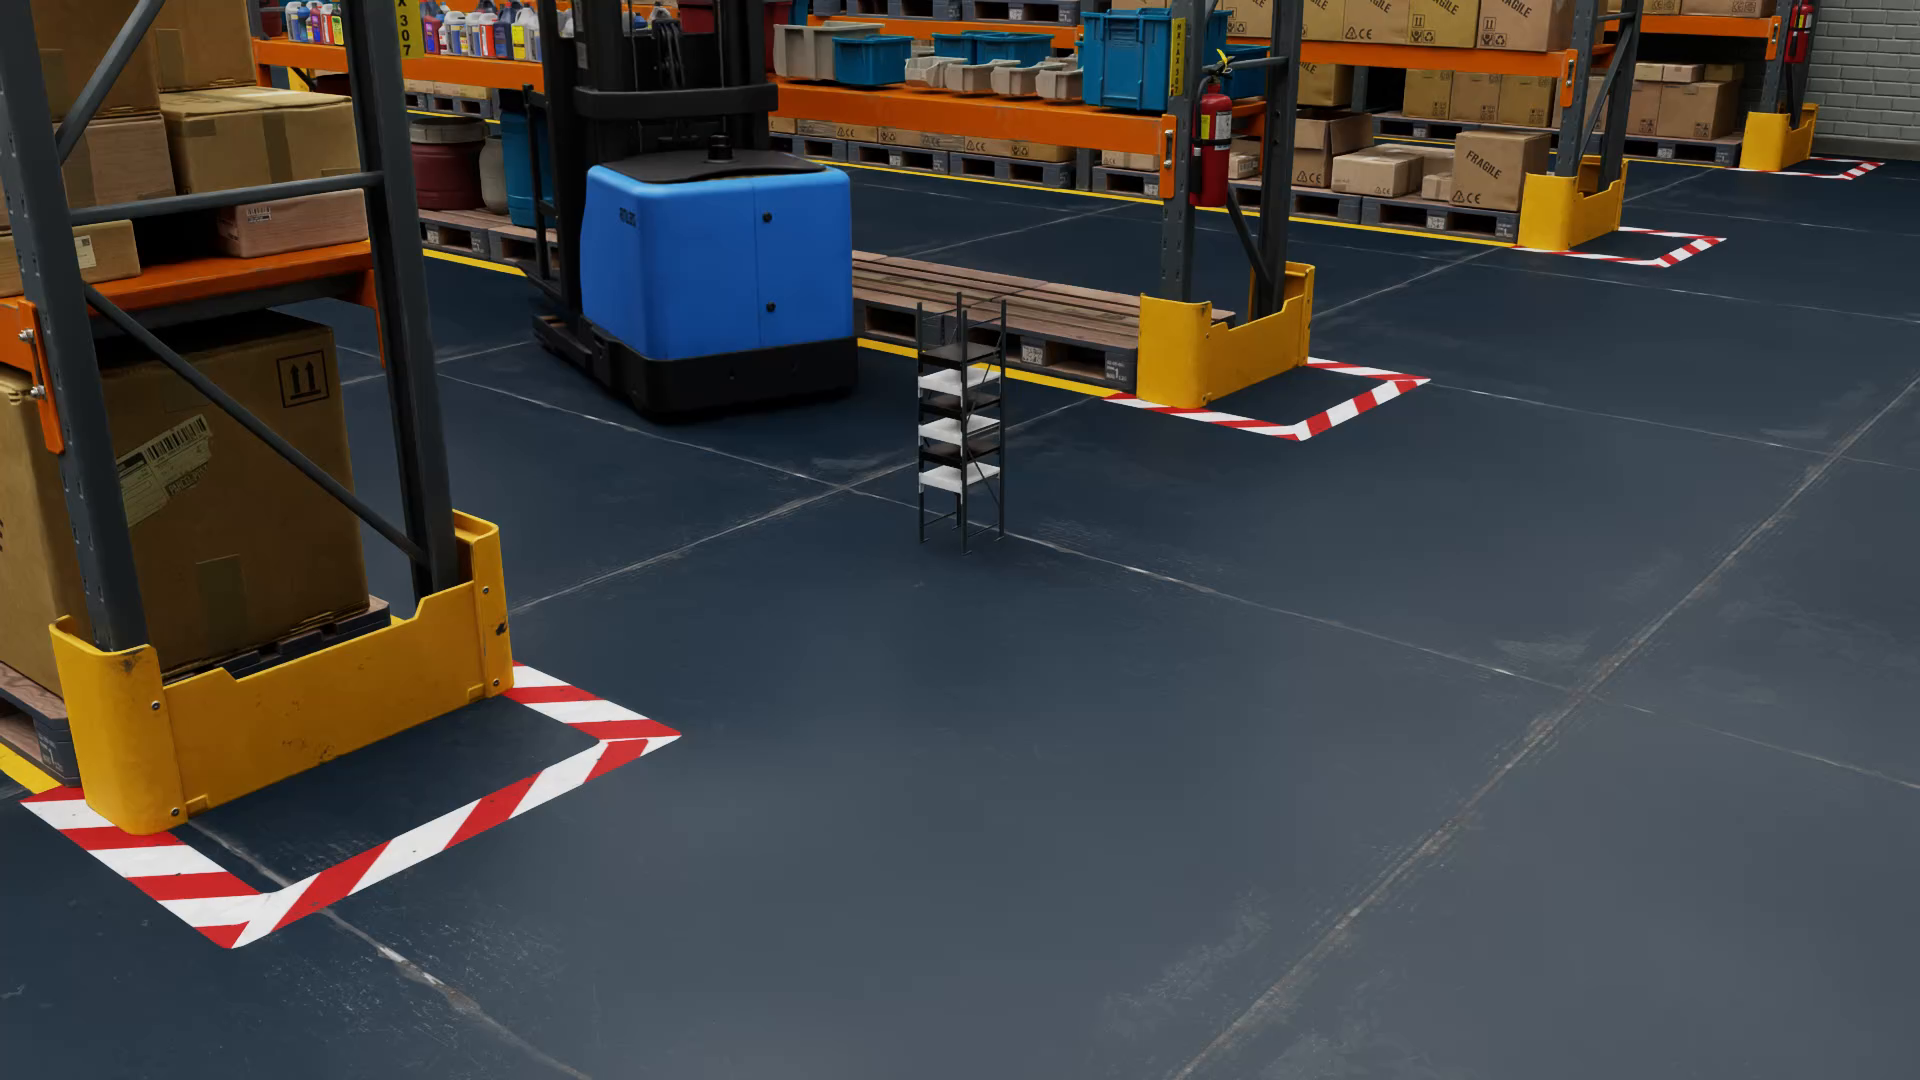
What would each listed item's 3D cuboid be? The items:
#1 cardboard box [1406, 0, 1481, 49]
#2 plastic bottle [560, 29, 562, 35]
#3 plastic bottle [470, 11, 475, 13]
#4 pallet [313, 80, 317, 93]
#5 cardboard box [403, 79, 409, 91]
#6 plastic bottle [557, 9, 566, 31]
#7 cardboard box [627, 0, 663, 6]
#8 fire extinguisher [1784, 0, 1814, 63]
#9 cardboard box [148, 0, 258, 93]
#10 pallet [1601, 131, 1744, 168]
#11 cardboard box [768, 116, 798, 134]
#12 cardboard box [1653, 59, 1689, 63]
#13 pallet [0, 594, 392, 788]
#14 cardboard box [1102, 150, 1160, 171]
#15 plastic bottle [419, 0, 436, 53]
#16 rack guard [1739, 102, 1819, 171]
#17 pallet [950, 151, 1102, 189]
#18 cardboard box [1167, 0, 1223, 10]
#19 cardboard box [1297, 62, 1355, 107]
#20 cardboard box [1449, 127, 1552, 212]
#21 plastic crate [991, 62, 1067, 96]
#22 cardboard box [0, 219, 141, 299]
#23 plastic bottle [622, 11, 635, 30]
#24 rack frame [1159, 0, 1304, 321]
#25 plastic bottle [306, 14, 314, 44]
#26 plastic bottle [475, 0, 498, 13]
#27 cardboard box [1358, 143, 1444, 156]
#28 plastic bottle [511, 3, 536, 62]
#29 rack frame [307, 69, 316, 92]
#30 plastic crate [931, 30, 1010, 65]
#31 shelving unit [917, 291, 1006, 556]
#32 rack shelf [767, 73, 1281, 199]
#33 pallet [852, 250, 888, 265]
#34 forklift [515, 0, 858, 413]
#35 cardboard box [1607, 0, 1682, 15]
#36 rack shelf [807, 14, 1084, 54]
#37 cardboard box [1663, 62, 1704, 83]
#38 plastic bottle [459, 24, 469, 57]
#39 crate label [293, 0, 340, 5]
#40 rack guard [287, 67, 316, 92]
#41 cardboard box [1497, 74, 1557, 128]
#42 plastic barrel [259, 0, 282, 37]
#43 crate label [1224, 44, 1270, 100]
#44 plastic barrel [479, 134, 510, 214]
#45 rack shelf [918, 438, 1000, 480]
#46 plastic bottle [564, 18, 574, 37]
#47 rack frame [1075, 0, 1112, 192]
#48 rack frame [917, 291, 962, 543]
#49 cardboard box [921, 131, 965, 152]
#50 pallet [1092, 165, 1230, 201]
[{"bbox_3d":[3.506,-3.746,11.710,0.500,0.500,0.500,16,26,37],"label":"cardboard box"},{"bbox_3d":[-2.486,-3.070,10.339,0.097,0.201,0.097,0,21,0],"label":"plastic bottle"},{"bbox_3d":[-3.207,-3.352,10.988,0.097,0.271,0.097,0,21,0],"label":"plastic bottle"},{"bbox_3d":[-7.347,-5.665,20.891,1.213,0.211,1.003,16,26,36],"label":"pallet"},{"bbox_3d":[-6.530,-5.523,19.865,0.500,0.250,0.500,16,26,36],"label":"cardboard box"},{"bbox_3d":[-2.735,-3.413,11.143,0.135,0.276,0.152,16,26,36],"label":"plastic bottle"},{"bbox_3d":[-3.078,-5.761,17.052,0.500,0.500,0.500,14,25,33],"label":"cardboard box"},{"bbox_3d":[7.384,-4.544,14.604,0.183,0.674,0.296,16,26,36],"label":"fire extinguisher"},{"bbox_3d":[-2.426,-1.564,4.794,0.500,0.500,0.500,15,26,35],"label":"cardboard box"},{"bbox_3d":[6.890,-3.766,15.857,1.213,0.211,1.003,16,26,36],"label":"pallet"},{"bbox_3d":[-1.596,-4.201,15.975,0.500,0.500,0.500,17,27,38],"label":"cardboard box"},{"bbox_3d":[6.784,-4.513,15.913,0.250,0.149,0.380,16,26,36],"label":"cardboard box"},{"bbox_3d":[-2.506,0.296,5.085,1.213,0.211,1.003,16,26,36],"label":"pallet"},{"bbox_3d":[1.519,-3.247,13.714,0.500,0.311,0.500,16,26,36],"label":"cardboard box"},{"bbox_3d":[-3.577,-3.437,11.101,0.185,0.351,0.144,16,26,36],"label":"plastic bottle"},{"bbox_3d":[7.577,-3.739,15.375,0.348,0.500,1.175,16,26,36],"label":"rack guard"},{"bbox_3d":[0.677,-3.318,14.668,1.213,0.211,1.003,16,26,36],"label":"pallet"},{"bbox_3d":[1.952,-4.197,12.905,0.500,0.500,0.500,17,26,37],"label":"cardboard box"},{"bbox_3d":[3.874,-5.107,17.911,0.750,0.750,0.750,16,26,37],"label":"cardboard box"},{"bbox_3d":[3.853,-2.649,11.862,0.500,0.500,0.500,16,26,36],"label":"cardboard box"},{"bbox_3d":[0.333,-2.312,8.336,0.243,0.136,0.396,16,26,36],"label":"plastic crate"},{"bbox_3d":[-2.321,-0.724,4.193,0.250,0.149,0.380,17,26,37],"label":"cardboard box"},{"bbox_3d":[-2.205,-3.329,10.922,0.135,0.276,0.152,16,26,36],"label":"plastic bottle"},{"bbox_3d":[1.295,-2.206,7.767,0.127,3.000,1.000,16,26,36],"label":"rack frame"},{"bbox_3d":[-4.624,-3.658,11.899,0.097,0.201,0.097,0,21,0],"label":"plastic bottle"},{"bbox_3d":[-3.338,-3.692,11.778,0.185,0.351,0.144,16,26,36],"label":"plastic bottle"},{"bbox_3d":[3.413,-2.901,12.882,0.500,0.250,0.500,16,26,36],"label":"cardboard box"},{"bbox_3d":[-2.723,-3.191,10.449,0.185,0.351,0.144,16,26,36],"label":"plastic bottle"},{"bbox_3d":[-7.966,-7.129,20.821,0.127,3.000,1.000,16,26,36],"label":"rack frame"},{"bbox_3d":[0.059,-2.662,9.127,0.300,0.233,0.416,16,26,36],"label":"plastic crate"},{"bbox_3d":[0.006,-0.419,6.005,0.210,0.900,0.258,16,26,36],"label":"shelving unit"},{"bbox_3d":[-0.255,-2.316,9.077,4.000,0.370,1.077,16,26,36],"label":"rack shelf"},{"bbox_3d":[-1.210,-1.640,10.219,1.213,0.211,1.003,16,26,36],"label":"pallet"},{"bbox_3d":[-1.638,-2.421,8.436,1.130,2.935,3.031,-11,23,-27],"label":"forklift"},{"bbox_3d":[6.587,-5.325,15.612,0.700,0.700,0.980,16,26,36],"label":"cardboard box"},{"bbox_3d":[-0.219,-4.561,15.032,4.000,0.370,1.077,16,26,36],"label":"rack shelf"},{"bbox_3d":[6.739,-4.352,15.487,0.250,0.149,0.380,16,26,36],"label":"cardboard box"},{"bbox_3d":[-3.199,-3.247,10.810,0.097,0.201,0.097,0,21,0],"label":"plastic bottle"},{"bbox_3d":[-4.992,-4.109,13.050,0.416,0.233,0.303,16,26,36],"label":"crate label"},{"bbox_3d":[-7.985,-5.965,21.277,0.348,0.500,1.175,16,26,36],"label":"rack guard"},{"bbox_3d":[5.758,-4.411,16.560,0.500,0.500,0.700,17,26,37],"label":"cardboard box"},{"bbox_3d":[-5.454,-4.075,12.531,0.708,0.536,0.600,16,26,36],"label":"plastic barrel"},{"bbox_3d":[1.312,-2.301,8.171,0.303,0.233,0.416,16,26,36],"label":"crate label"},{"bbox_3d":[-3.144,-2.565,11.650,0.421,0.512,0.421,0,21,0],"label":"plastic barrel"},{"bbox_3d":[0.006,-0.304,6.048,0.200,0.077,0.258,16,26,36],"label":"rack shelf"},{"bbox_3d":[-2.314,-3.040,10.154,0.135,0.276,0.152,16,26,36],"label":"plastic bottle"},{"bbox_3d":[1.331,-4.452,13.722,0.127,3.000,1.000,16,26,36],"label":"rack frame"},{"bbox_3d":[-0.072,-0.442,6.065,0.006,0.900,0.240,16,26,36],"label":"rack frame"},{"bbox_3d":[0.001,-3.744,14.765,0.500,0.500,0.500,16,26,37],"label":"cardboard box"},{"bbox_3d":[1.862,-2.993,13.807,1.213,0.211,1.003,16,26,36],"label":"pallet"}]
